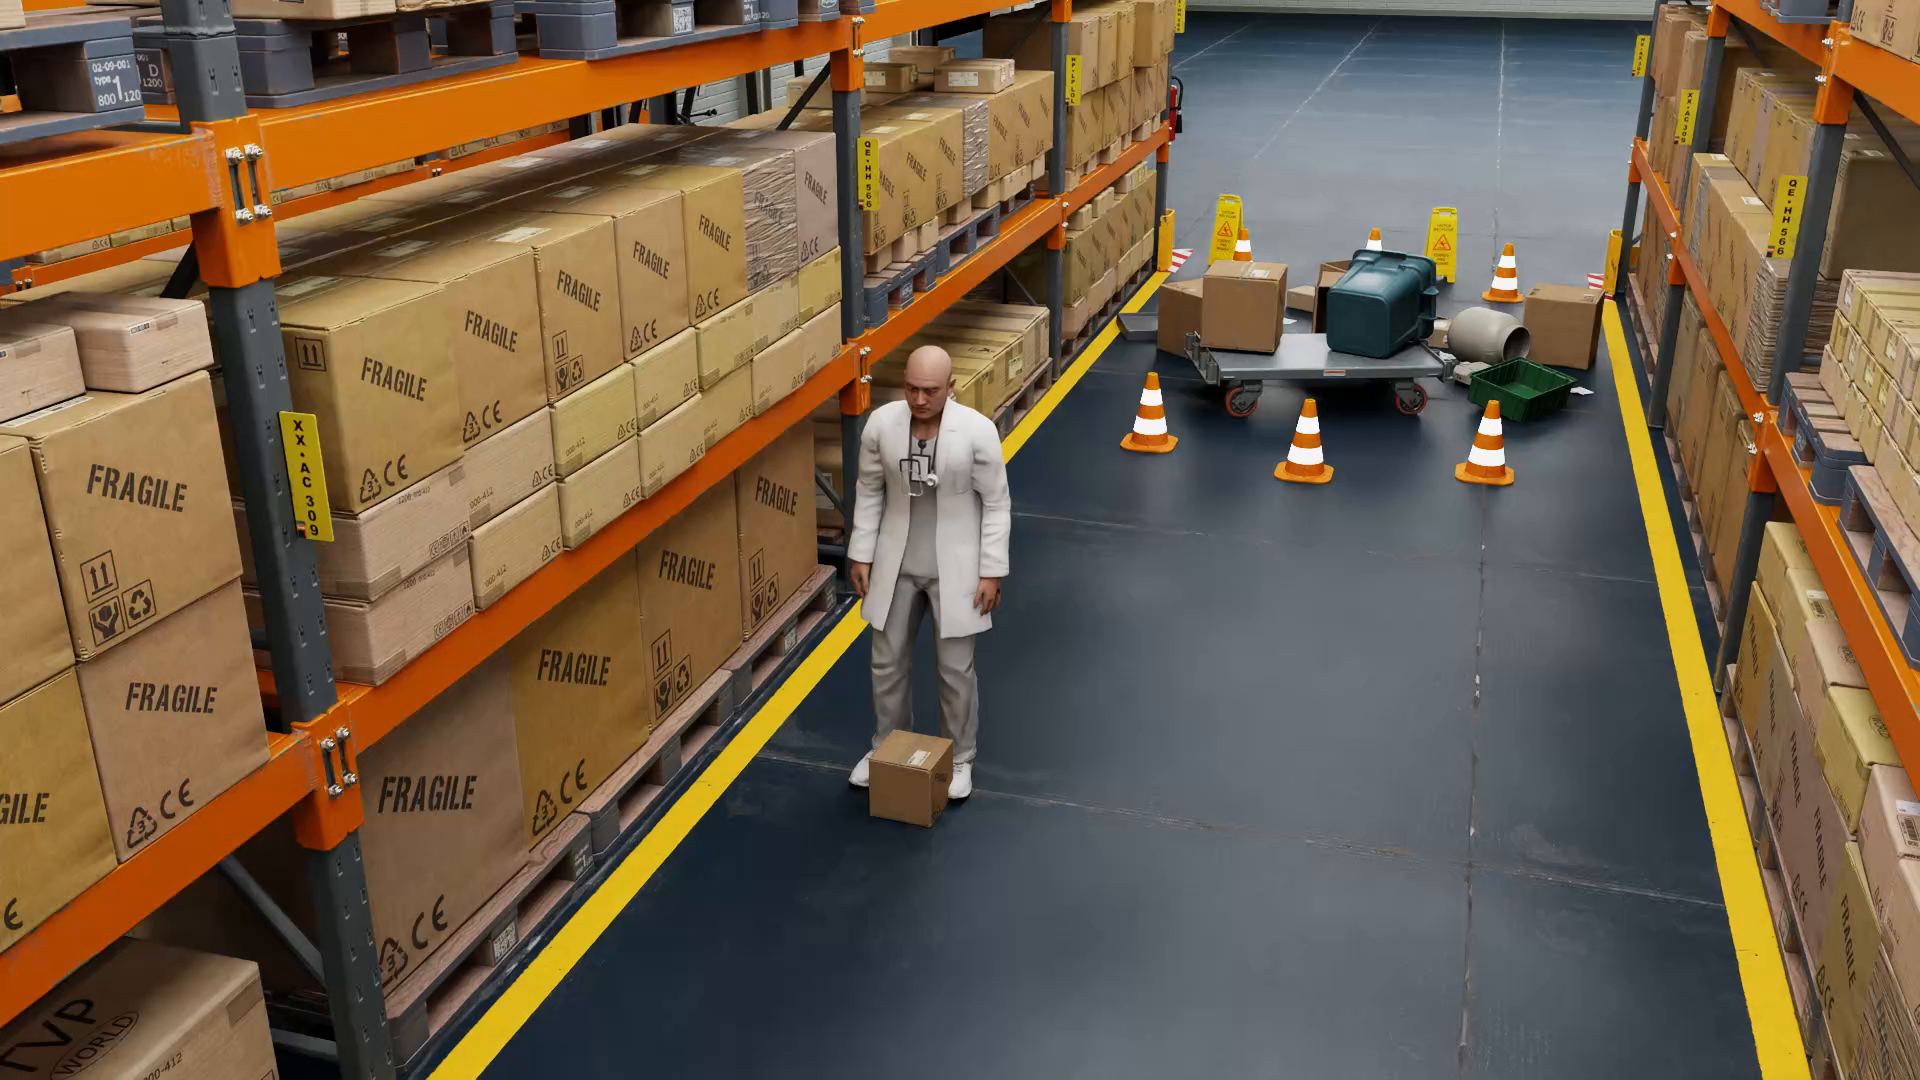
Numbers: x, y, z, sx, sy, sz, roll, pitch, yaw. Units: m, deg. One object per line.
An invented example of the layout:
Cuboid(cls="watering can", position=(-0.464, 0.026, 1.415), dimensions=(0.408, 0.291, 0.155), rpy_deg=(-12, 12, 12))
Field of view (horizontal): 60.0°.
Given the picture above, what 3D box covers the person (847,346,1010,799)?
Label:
Cuboid(cls="person", position=(-0.124, 0.112, 6.325), dimensions=(0.640, 1.773, 0.424), rpy_deg=(6, 22, 15))
